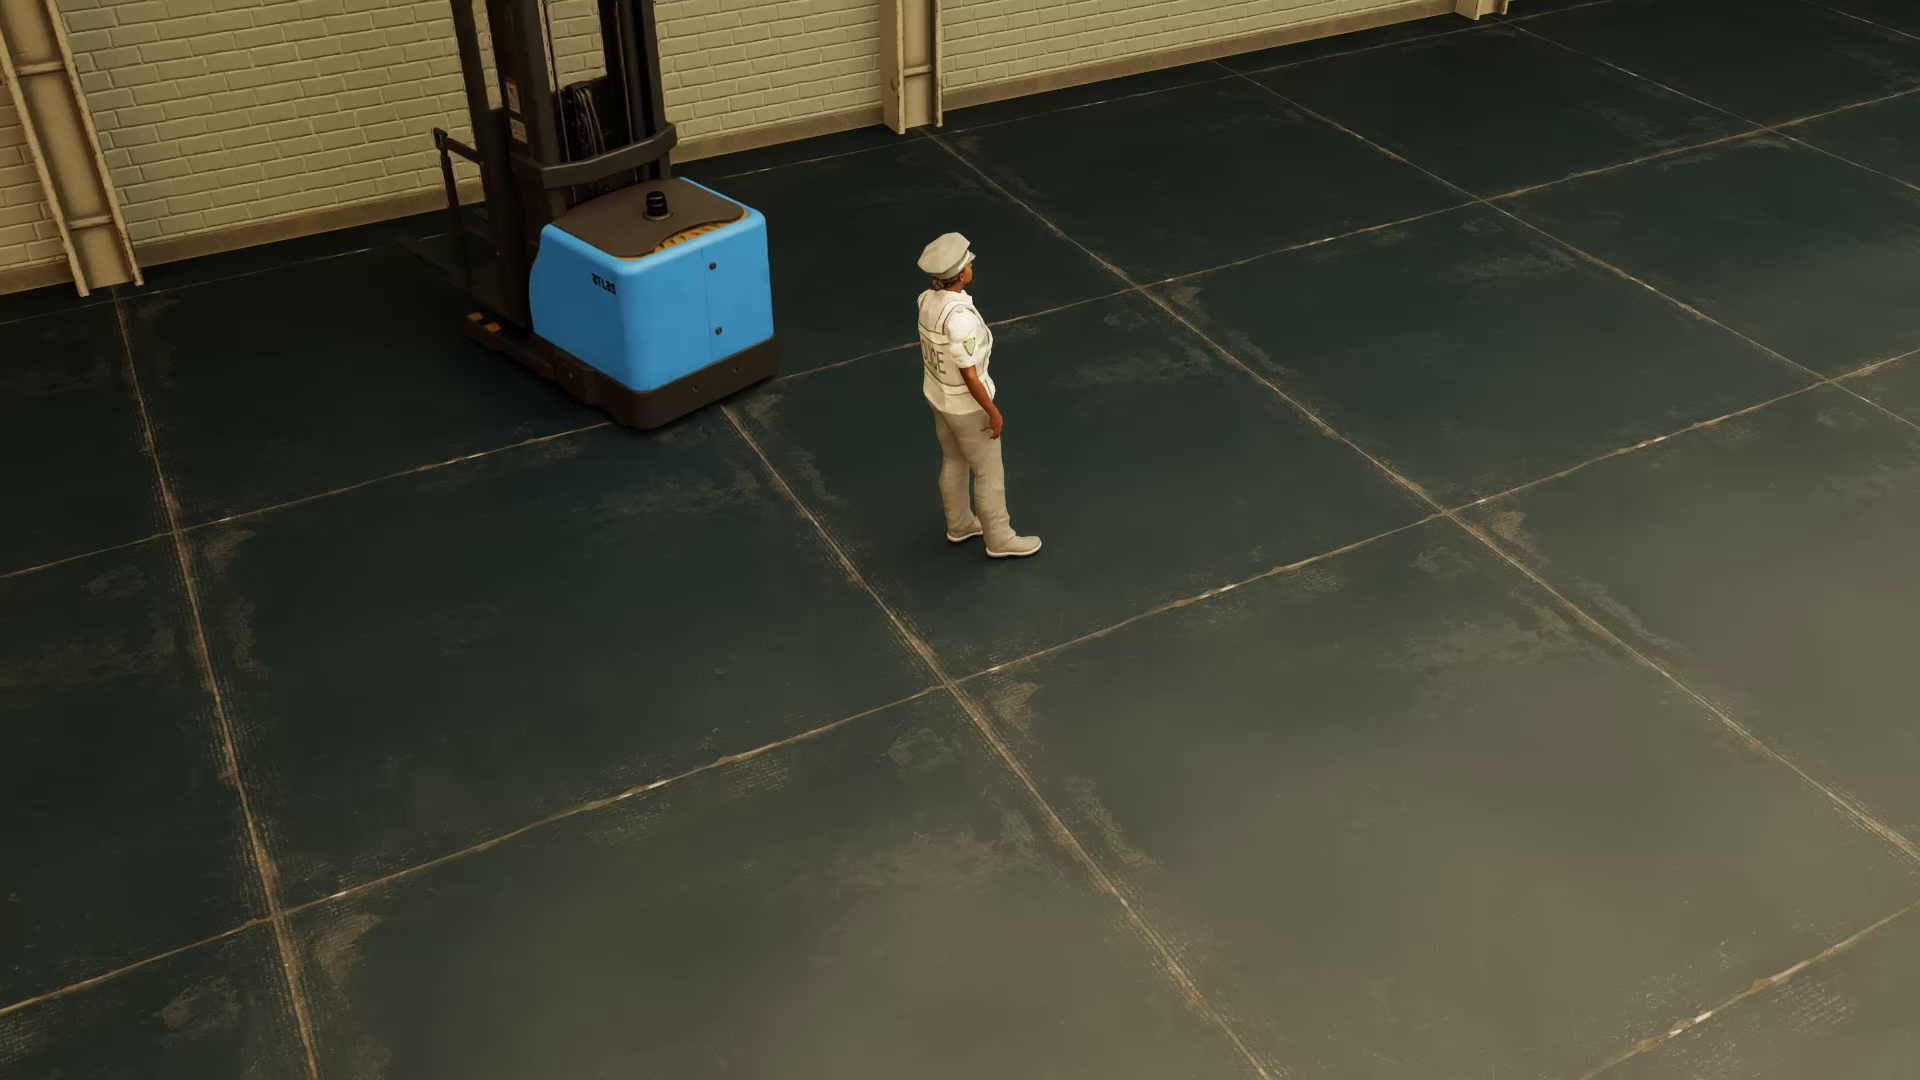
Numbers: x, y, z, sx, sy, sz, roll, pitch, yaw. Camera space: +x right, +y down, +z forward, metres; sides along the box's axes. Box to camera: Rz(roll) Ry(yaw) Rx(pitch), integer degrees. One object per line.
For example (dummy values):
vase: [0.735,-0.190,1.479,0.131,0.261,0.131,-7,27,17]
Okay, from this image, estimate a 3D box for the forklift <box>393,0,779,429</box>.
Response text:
forklift: [-2.491,-2.569,9.757,3.031,2.935,1.130,30,45,35]

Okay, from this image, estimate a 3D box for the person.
person: [0.076,-0.708,8.183,0.528,1.695,0.569,-17,39,-23]
